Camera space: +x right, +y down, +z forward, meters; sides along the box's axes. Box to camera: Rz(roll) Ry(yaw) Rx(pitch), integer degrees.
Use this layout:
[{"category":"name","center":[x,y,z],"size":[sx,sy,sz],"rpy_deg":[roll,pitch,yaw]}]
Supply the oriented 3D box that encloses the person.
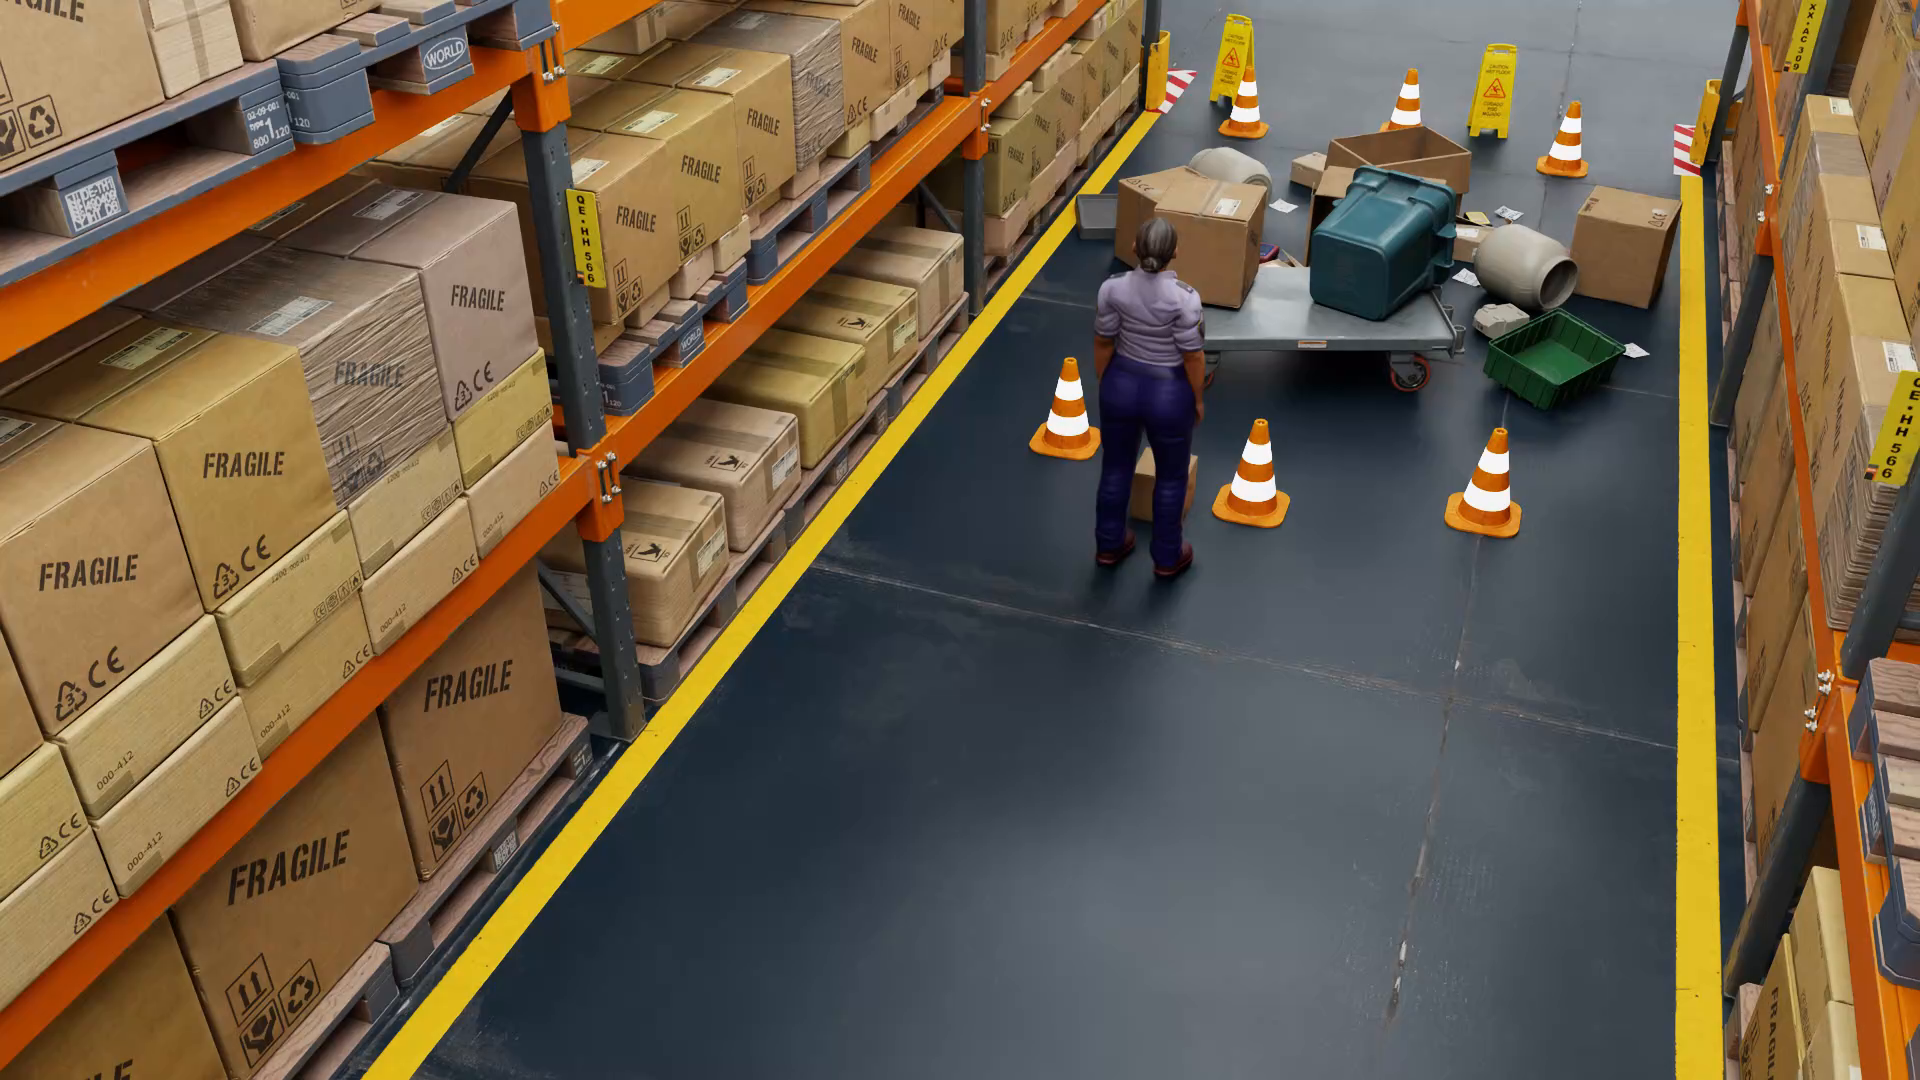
[{"category":"person","center":[0.796,-0.603,7.023],"size":[0.478,1.655,0.366],"rpy_deg":[15,36,22]}]
